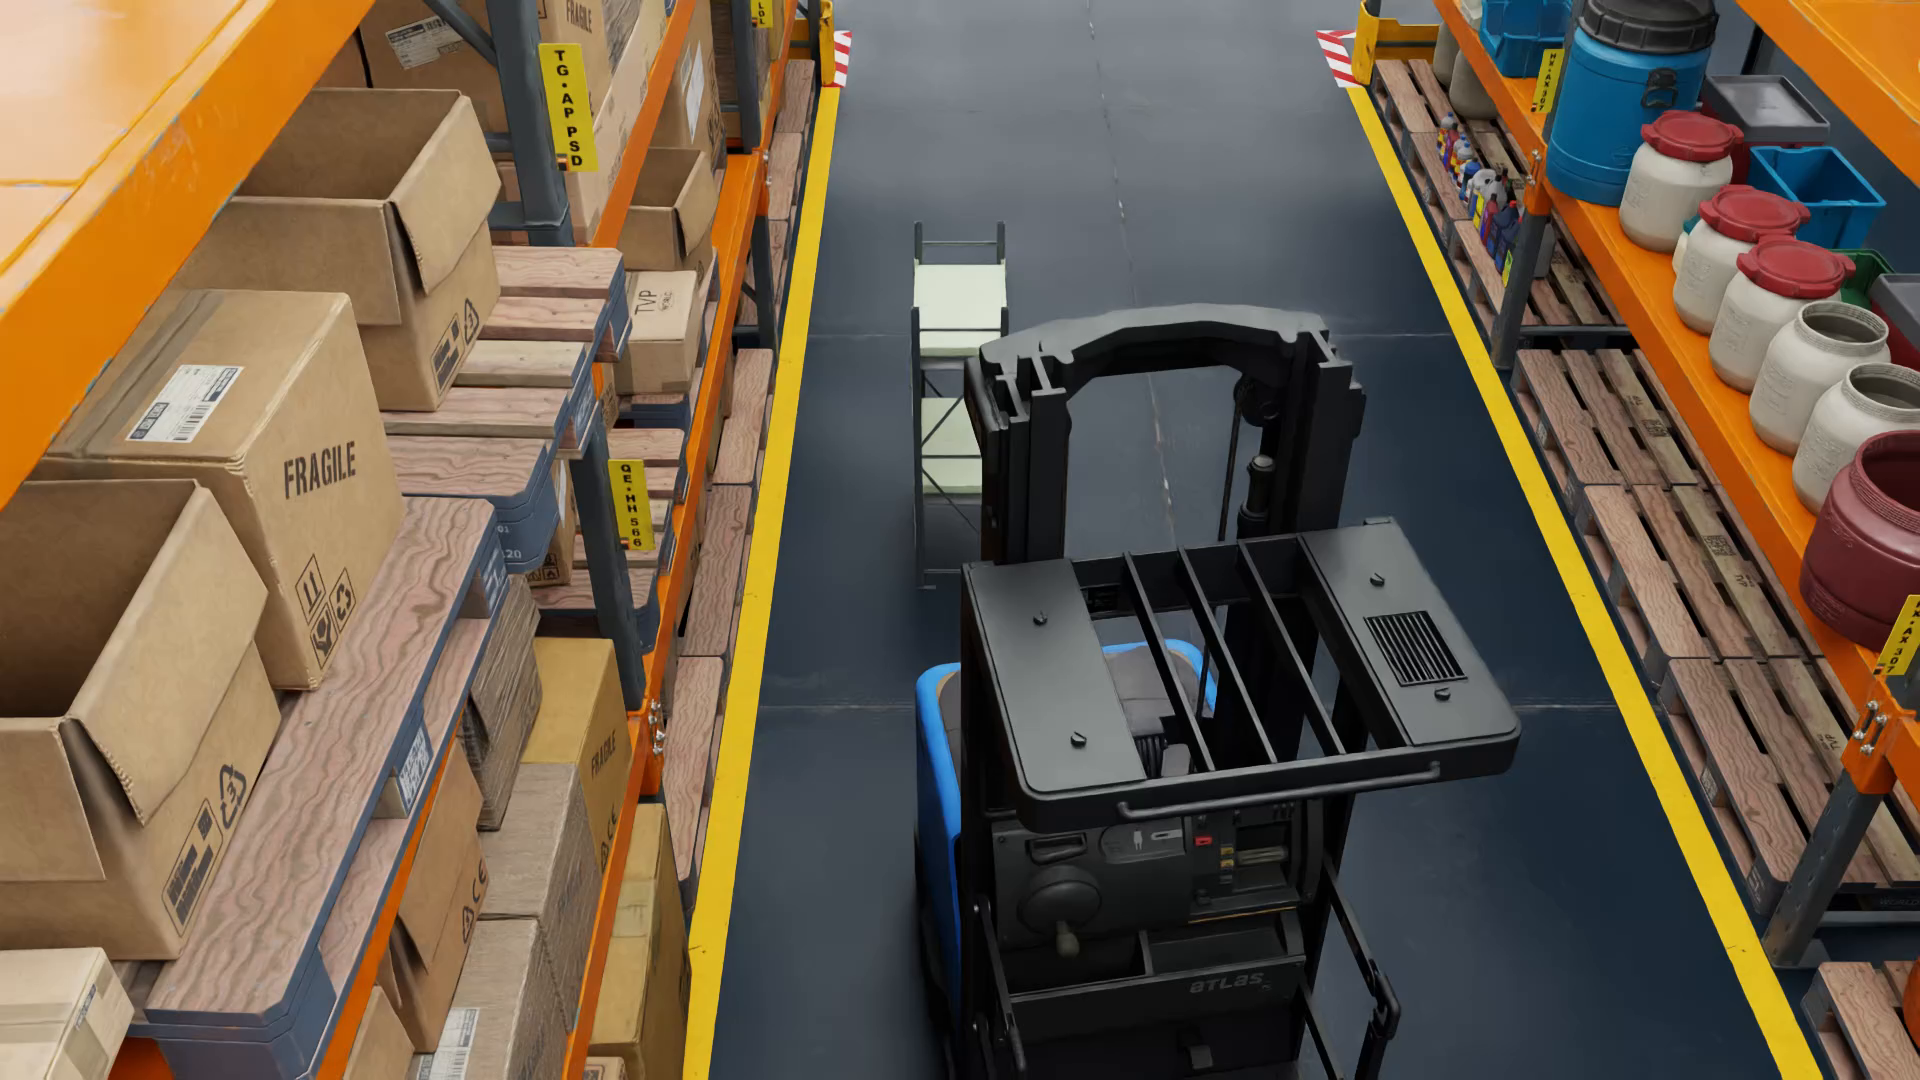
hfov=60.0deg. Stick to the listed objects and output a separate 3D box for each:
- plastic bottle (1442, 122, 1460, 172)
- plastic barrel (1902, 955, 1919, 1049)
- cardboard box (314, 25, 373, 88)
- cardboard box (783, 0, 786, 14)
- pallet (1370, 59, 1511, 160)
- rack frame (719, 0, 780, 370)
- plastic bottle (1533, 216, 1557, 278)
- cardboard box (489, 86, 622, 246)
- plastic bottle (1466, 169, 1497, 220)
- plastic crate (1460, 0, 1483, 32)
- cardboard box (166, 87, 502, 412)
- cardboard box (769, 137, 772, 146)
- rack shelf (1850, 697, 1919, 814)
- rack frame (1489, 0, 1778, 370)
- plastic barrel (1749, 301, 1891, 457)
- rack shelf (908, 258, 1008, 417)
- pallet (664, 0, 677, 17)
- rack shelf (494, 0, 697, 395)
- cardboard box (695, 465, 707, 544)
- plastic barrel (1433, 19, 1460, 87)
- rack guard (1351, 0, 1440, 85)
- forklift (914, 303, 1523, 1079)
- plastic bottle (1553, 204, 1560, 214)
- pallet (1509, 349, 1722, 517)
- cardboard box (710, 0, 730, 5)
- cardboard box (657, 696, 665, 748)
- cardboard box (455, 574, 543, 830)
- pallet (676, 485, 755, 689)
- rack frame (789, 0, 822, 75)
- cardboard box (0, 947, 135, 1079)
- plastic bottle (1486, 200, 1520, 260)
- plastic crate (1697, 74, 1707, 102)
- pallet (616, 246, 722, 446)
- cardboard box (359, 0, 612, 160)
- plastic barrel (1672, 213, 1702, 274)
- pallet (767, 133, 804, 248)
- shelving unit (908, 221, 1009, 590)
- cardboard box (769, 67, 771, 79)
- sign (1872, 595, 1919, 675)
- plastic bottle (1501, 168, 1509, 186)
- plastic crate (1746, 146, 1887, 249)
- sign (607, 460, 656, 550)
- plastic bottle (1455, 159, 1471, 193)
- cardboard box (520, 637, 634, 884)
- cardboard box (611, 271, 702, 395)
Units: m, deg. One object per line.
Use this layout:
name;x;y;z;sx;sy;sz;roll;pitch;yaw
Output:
plastic bottle;3.116;-2.487;10.520;0.061;0.283;0.133;1;39;1
plastic barrel;3.470;1.341;5.323;0.600;0.830;0.708;0;39;0
cardboard box;-1.751;-1.347;4.399;0.500;0.500;0.500;1;39;1
cardboard box;-1.219;-3.120;9.691;0.380;0.149;0.250;0;39;0
pallet;3.486;-3.007;11.579;1.003;0.211;1.213;0;39;0
rack frame;-1.505;-2.145;8.274;1.000;3.000;0.127;0;39;0
plastic bottle;3.303;-1.690;9.472;0.144;0.351;0.185;0;39;0
cardboard box;-1.246;-1.050;4.629;0.500;0.250;0.500;1;39;1
plastic bottle;3.162;-2.084;10.024;0.152;0.276;0.135;1;39;1
plastic crate;3.193;-3.061;9.628;0.530;0.136;0.437;0;39;0
cardboard box;-1.427;-0.637;3.575;0.797;0.503;0.637;2;39;3
cardboard box;-1.509;-2.679;10.604;0.500;0.500;0.500;3;39;4
rack shelf;3.455;1.884;3.821;1.077;0.370;4.000;0;39;0
rack frame;3.448;-2.149;8.279;1.000;3.000;0.127;0;39;0
plastic barrel;3.238;-0.598;6.253;0.421;0.512;0.421;0;39;0
rack shelf;0.000;-0.894;7.288;0.431;0.370;0.720;0;39;0
pallet;-1.606;-2.208;6.104;1.213;0.211;1.003;0;39;0
rack shelf;-1.502;-1.785;6.000;1.077;0.370;4.000;0;39;0
cardboard box;-1.543;-0.310;7.630;0.700;0.500;0.500;-3;39;-4
plastic barrel;3.521;-3.432;11.533;0.421;0.512;0.421;0;39;0
rack guard;3.491;-3.628;12.122;1.175;0.500;0.348;0;39;0
forklift;0.588;0.987;4.420;1.130;2.935;3.031;-6;39;-8
plastic bottle;3.713;-2.131;10.082;0.152;0.276;0.135;0;39;0
pallet;3.488;-0.570;8.538;1.003;0.211;1.213;0;39;0
cardboard box;-1.251;-2.972;8.189;0.500;0.500;0.500;0;39;0
cardboard box;-1.521;0.741;6.320;0.700;0.500;0.500;-2;39;-2
cardboard box;-1.515;0.383;4.237;0.797;0.503;0.637;1;39;1
pallet;-1.498;0.194;7.584;1.003;0.211;1.213;0;39;0
rack frame;-1.509;-4.647;11.395;1.000;3.000;0.127;0;39;0
cardboard box;-1.347;0.690;2.203;0.380;0.149;0.250;-2;39;-2
plastic bottle;3.159;-1.810;9.621;0.144;0.351;0.185;-2;39;-2
plastic crate;3.575;-2.452;8.707;0.767;0.338;0.504;0;39;0
pallet;-1.543;-0.807;6.757;1.003;0.211;1.213;0;39;0
cardboard box;-1.243;-1.343;4.394;0.500;0.500;0.500;0;39;0
plastic barrel;3.296;-1.267;7.289;0.301;0.262;0.301;0;39;0
pallet;-1.545;-2.242;10.625;1.003;0.211;1.213;0;39;0
shelving unit;0.000;-0.589;7.532;0.431;1.500;0.755;0;39;0
cardboard box;-1.219;-2.495;8.911;0.380;0.149;0.250;0;39;0
sign;2.903;0.293;5.100;0.100;0.325;0.005;0;39;0
plastic bottle;3.269;-2.087;10.022;0.061;0.283;0.133;0;39;0
plastic crate;3.761;-1.453;7.423;0.392;0.384;0.575;0;39;0
sign;-0.945;-0.098;4.794;0.100;0.325;0.005;0;39;0
plastic bottle;3.135;-2.257;10.299;0.097;0.201;0.097;0;39;0
cardboard box;-1.252;0.625;4.737;0.500;0.500;0.500;1;39;1
cardboard box;-1.272;-0.798;6.376;0.500;0.250;0.500;-1;39;-1
